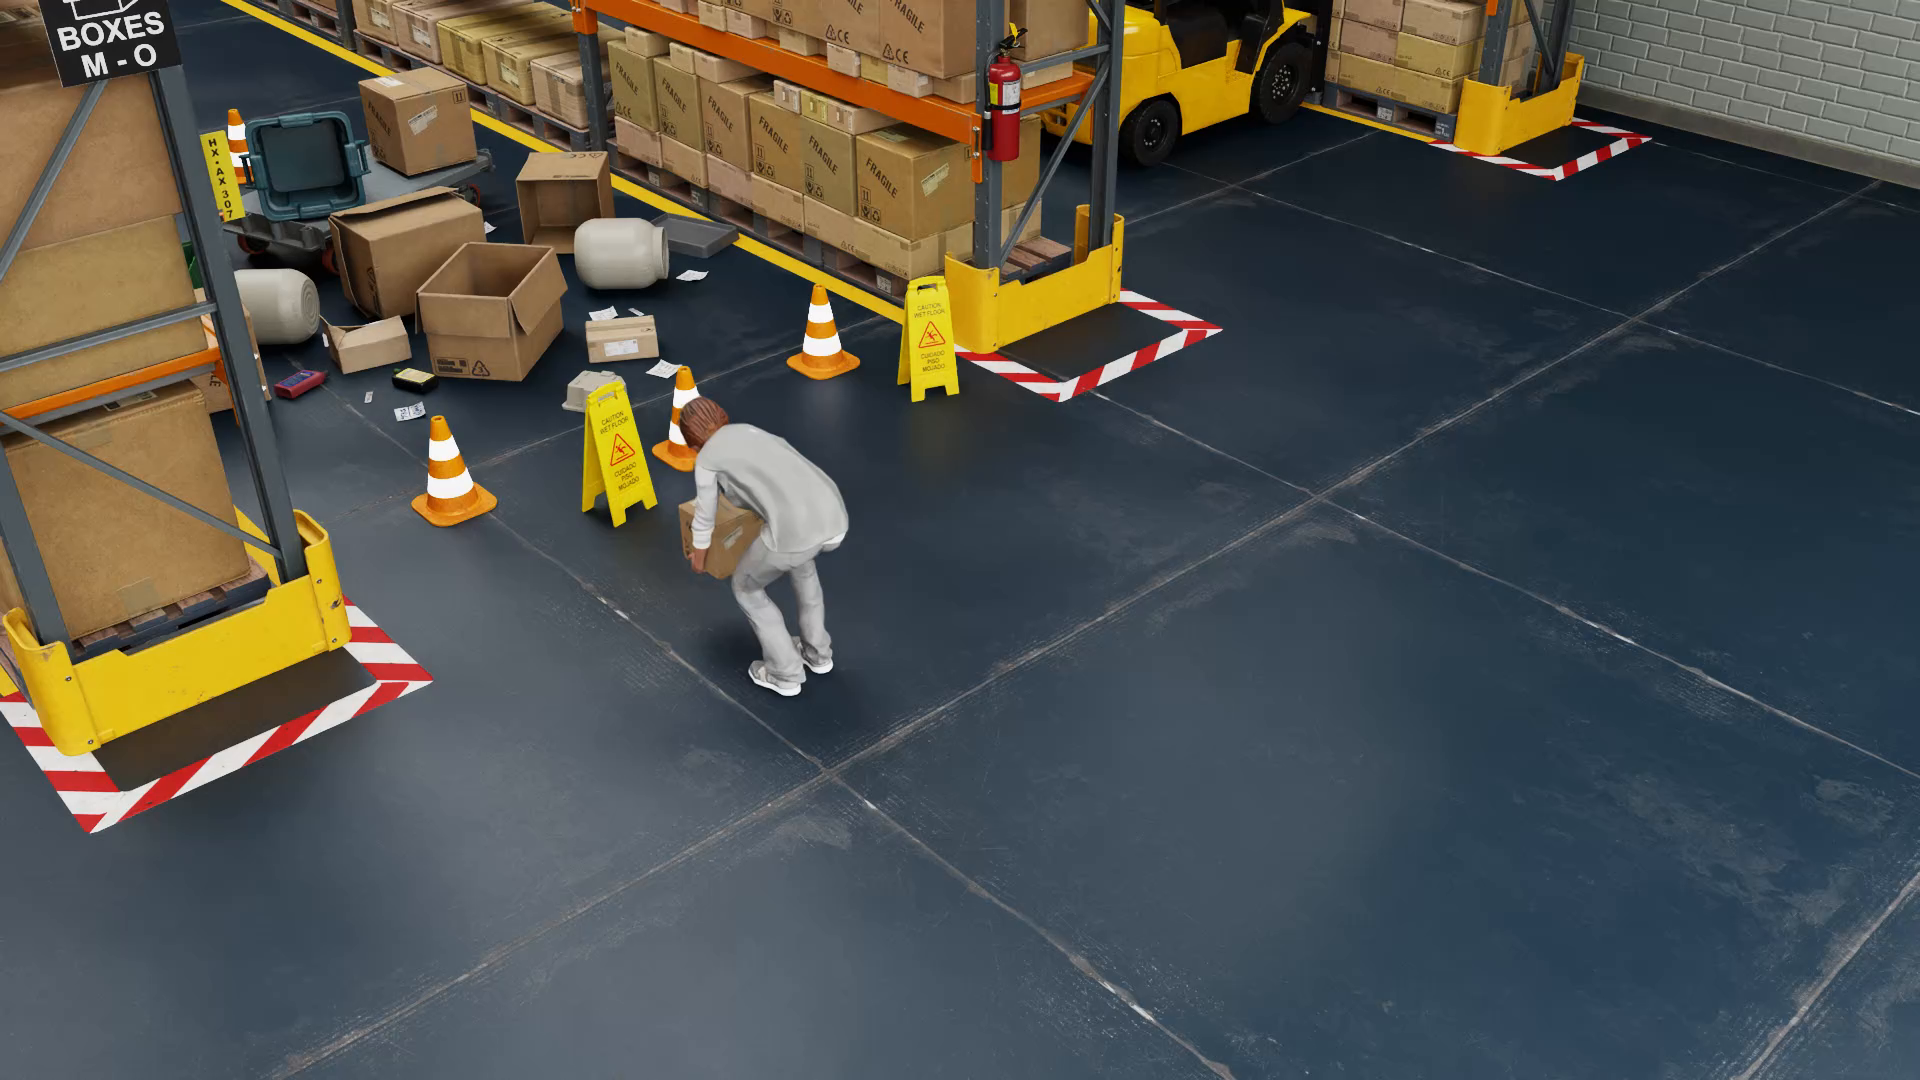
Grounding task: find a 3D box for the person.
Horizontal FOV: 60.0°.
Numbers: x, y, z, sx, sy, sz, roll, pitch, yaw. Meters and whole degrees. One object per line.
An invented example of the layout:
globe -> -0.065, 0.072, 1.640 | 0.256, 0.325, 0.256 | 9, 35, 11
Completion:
person -> -0.787, 0.030, 6.592 | 0.850, 1.074, 0.404 | 28, 42, 37
